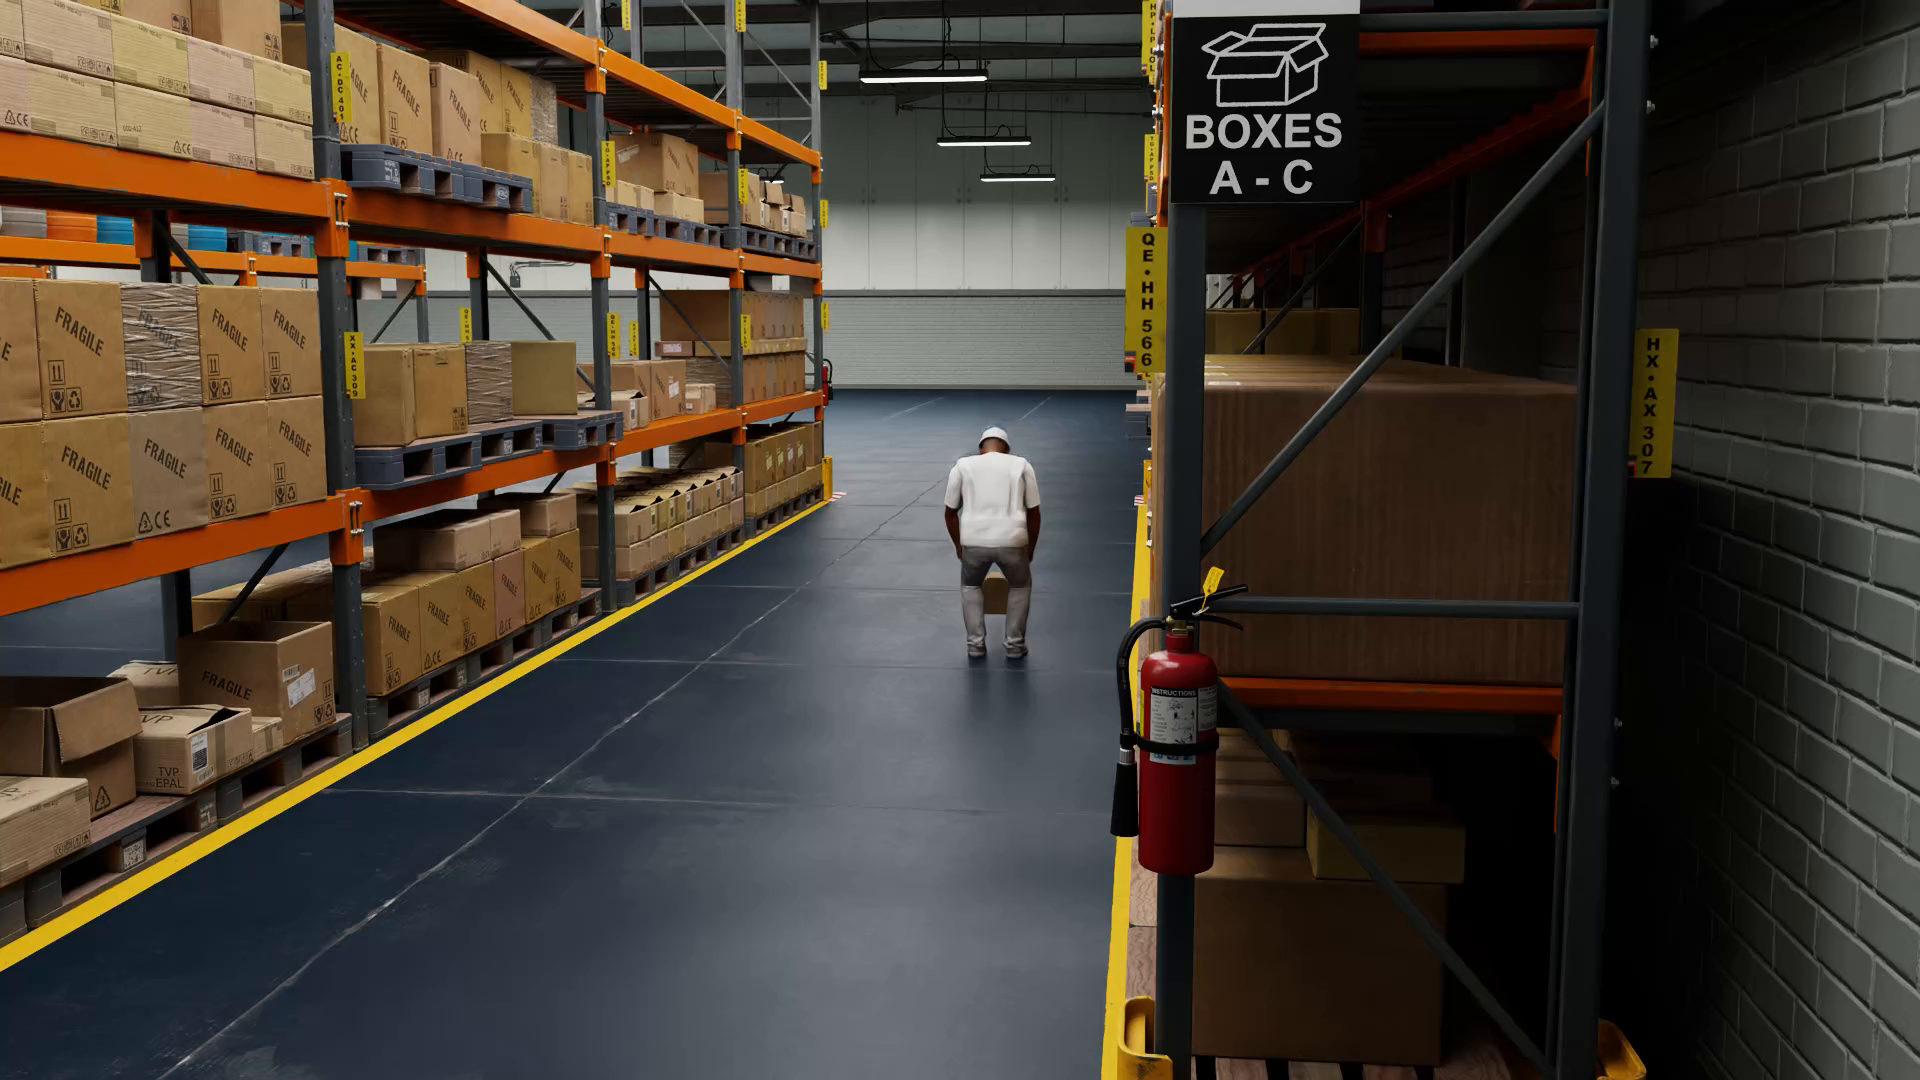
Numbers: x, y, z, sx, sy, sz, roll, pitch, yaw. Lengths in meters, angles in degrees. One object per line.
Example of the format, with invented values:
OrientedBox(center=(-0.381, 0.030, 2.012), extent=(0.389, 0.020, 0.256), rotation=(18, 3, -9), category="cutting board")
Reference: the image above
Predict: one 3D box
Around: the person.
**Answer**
OrientedBox(center=(0.201, 0.013, 10.767), extent=(0.630, 1.462, 0.727), rotation=(1, 8, 7), category="person")
